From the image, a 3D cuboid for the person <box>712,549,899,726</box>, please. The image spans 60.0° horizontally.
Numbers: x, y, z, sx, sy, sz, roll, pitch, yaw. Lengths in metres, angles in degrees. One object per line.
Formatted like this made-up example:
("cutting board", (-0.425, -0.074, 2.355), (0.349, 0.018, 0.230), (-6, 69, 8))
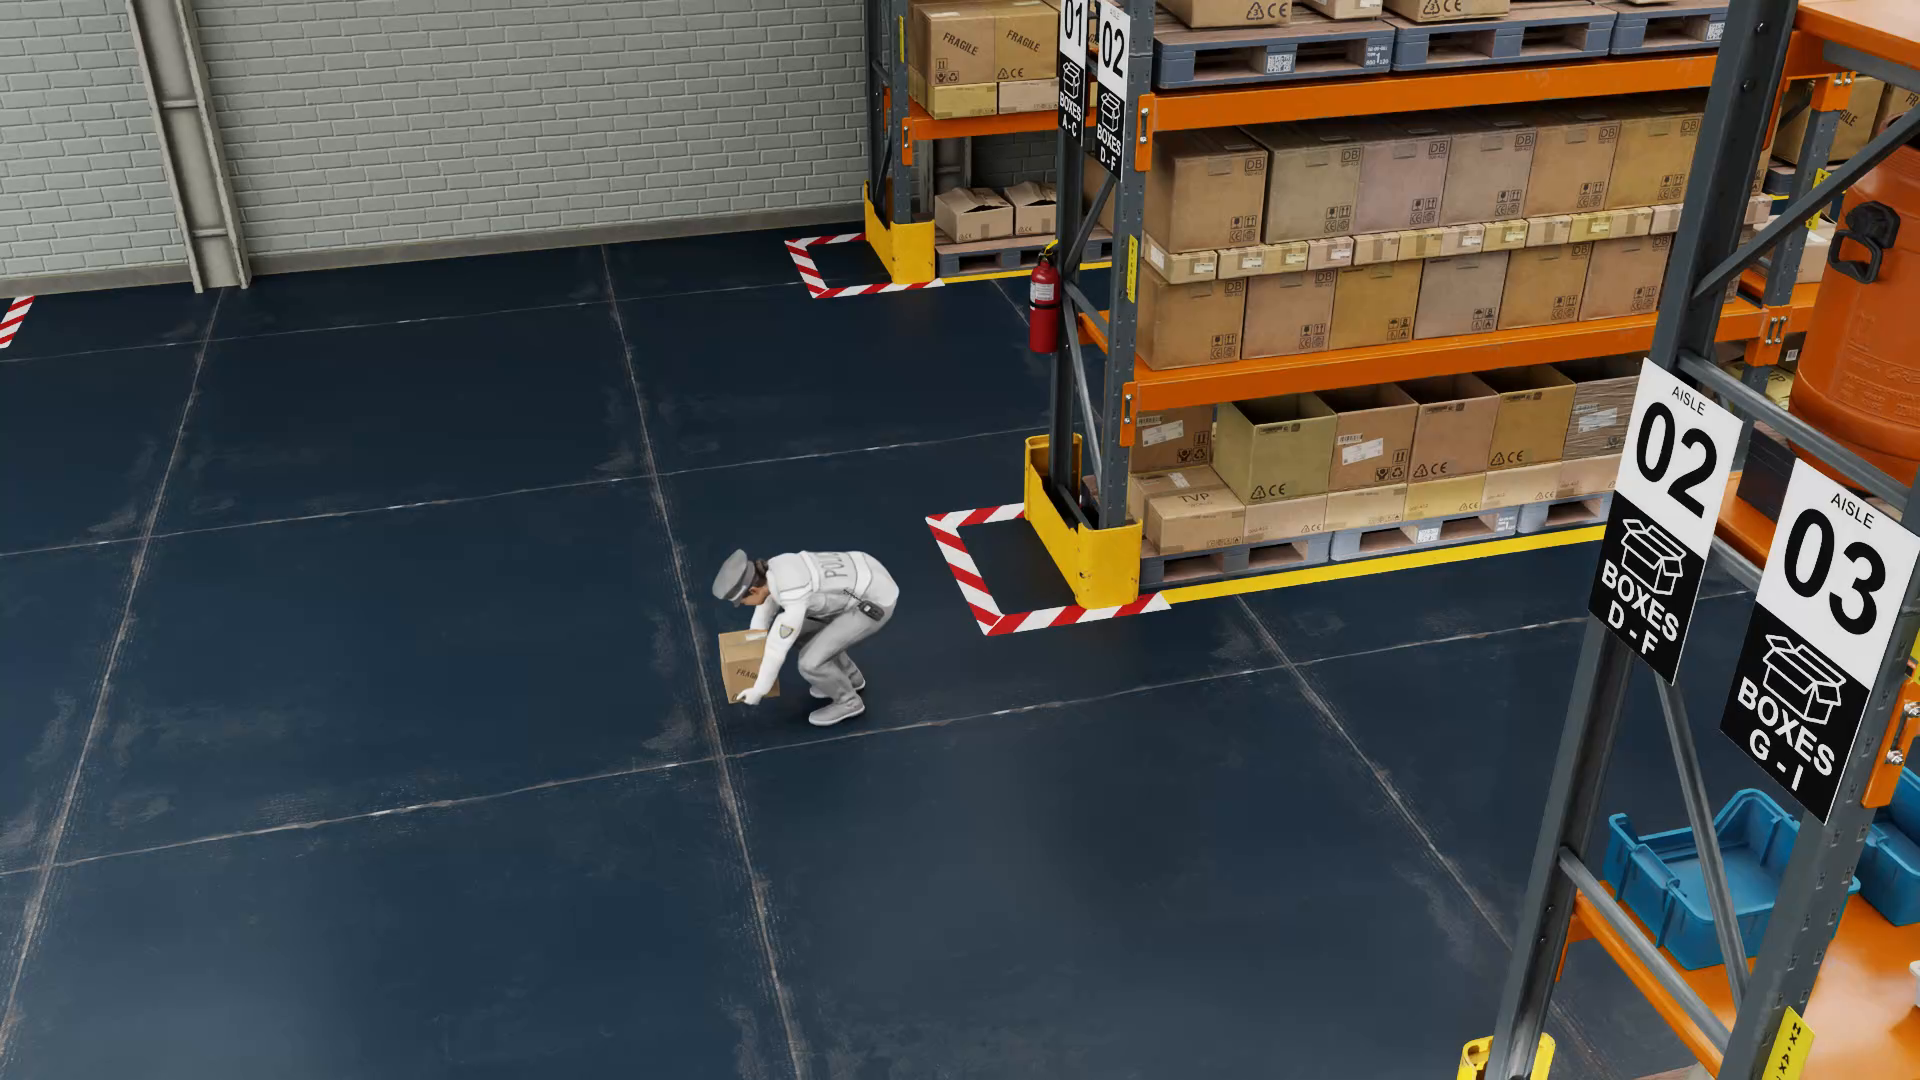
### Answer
("person", (-0.750, 0.435, 8.169), (0.906, 0.983, 0.455), (-9, 32, -15))
